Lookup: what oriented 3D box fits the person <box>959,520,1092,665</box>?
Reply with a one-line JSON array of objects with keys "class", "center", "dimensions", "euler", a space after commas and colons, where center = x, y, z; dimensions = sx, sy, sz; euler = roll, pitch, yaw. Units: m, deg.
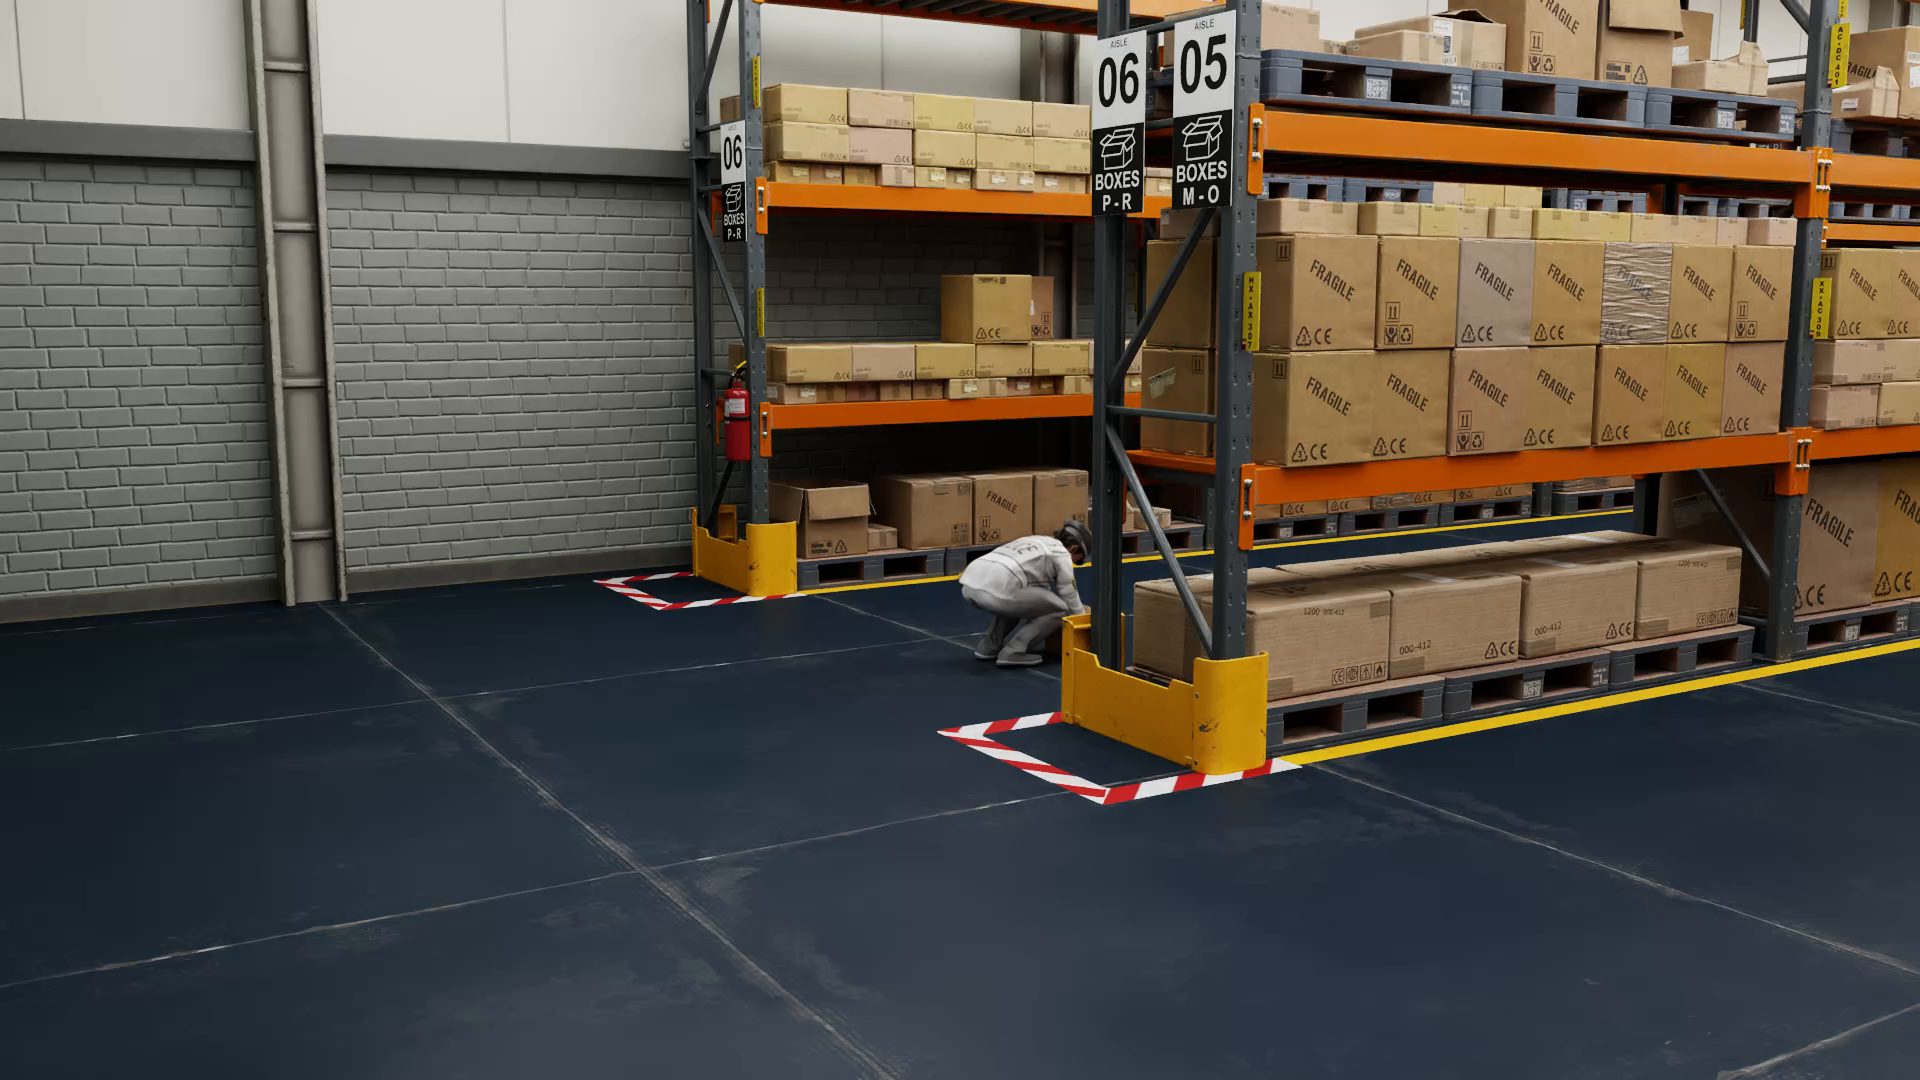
[{"class": "person", "center": [0.415, 0.317, 9.428], "dimensions": [0.898, 0.823, 0.465], "euler": [-5, 10, -32]}]
